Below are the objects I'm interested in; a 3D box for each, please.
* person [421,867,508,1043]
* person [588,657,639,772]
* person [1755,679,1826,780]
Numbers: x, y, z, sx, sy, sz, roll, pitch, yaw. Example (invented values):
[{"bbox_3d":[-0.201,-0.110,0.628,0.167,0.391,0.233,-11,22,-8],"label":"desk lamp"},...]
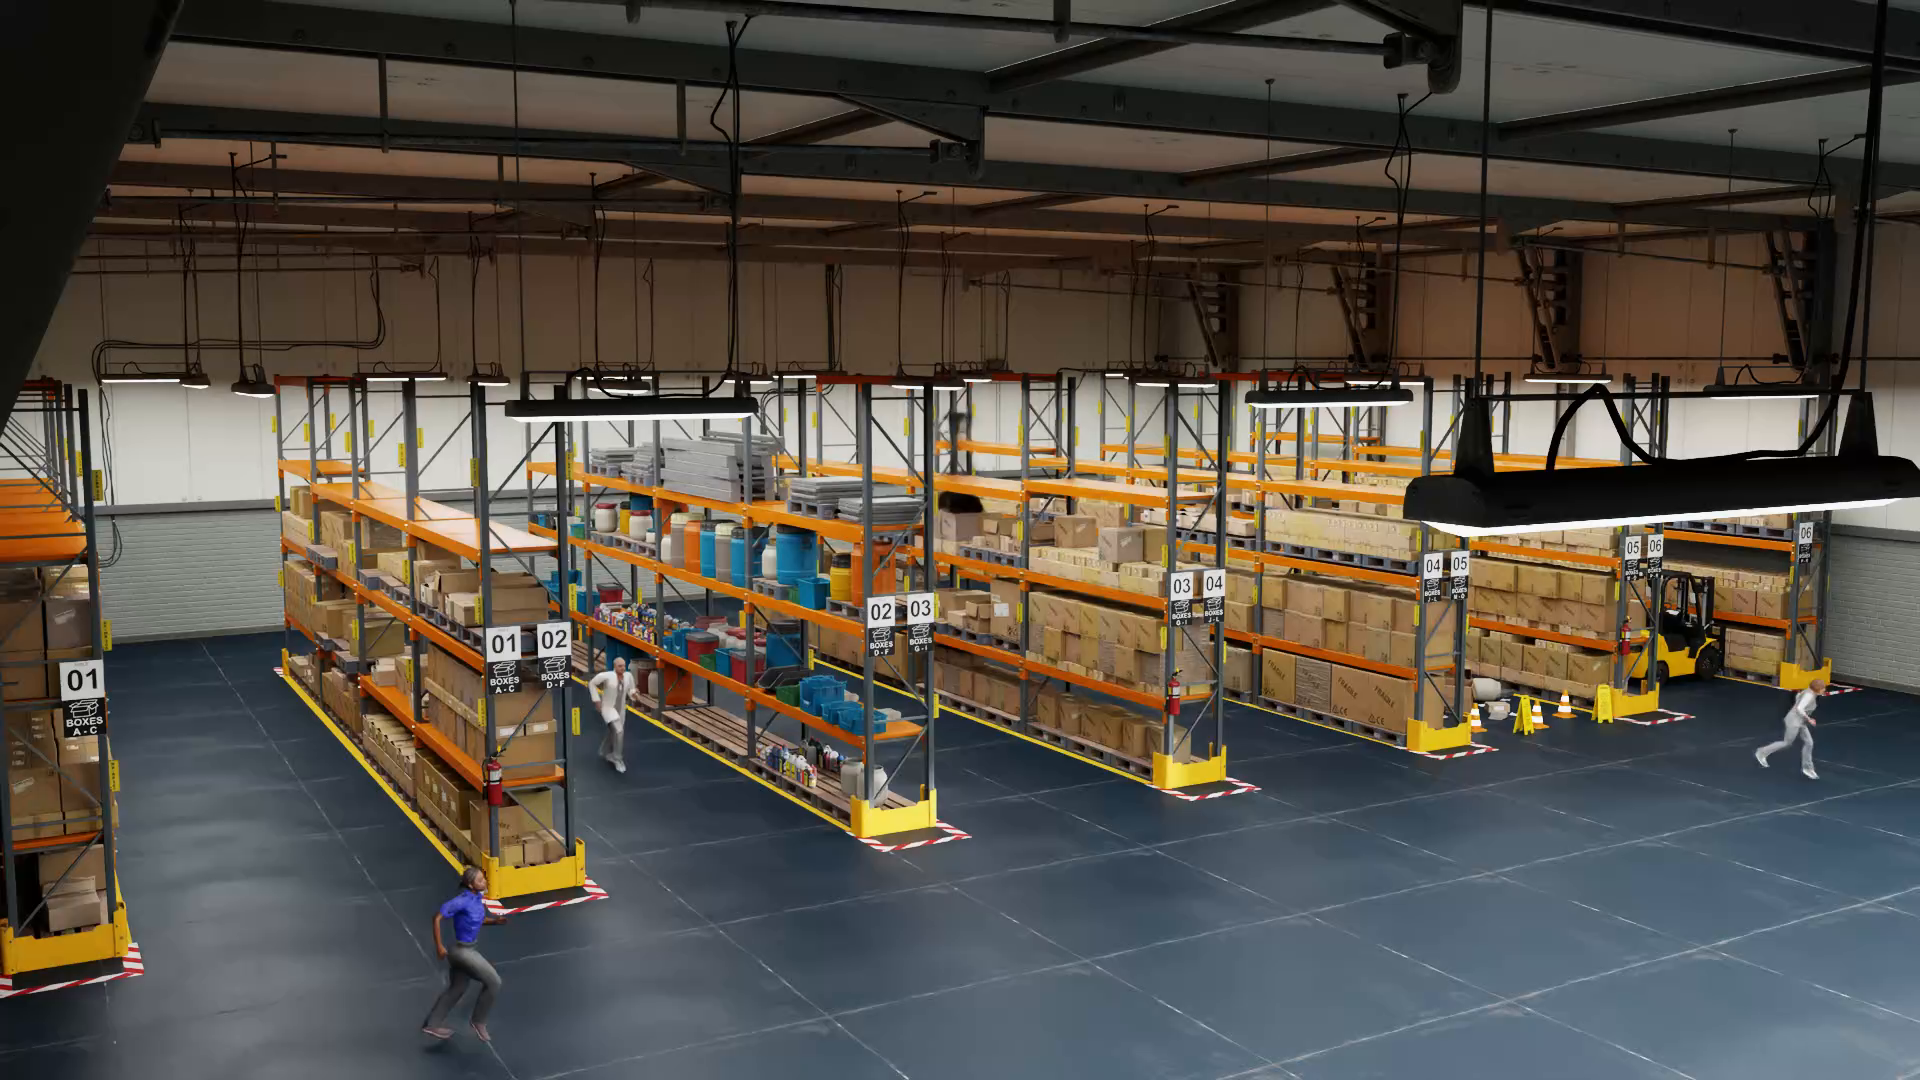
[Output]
[{"bbox_3d":[-4.575,3.843,15.344,0.802,1.661,0.601,0,6,-4],"label":"person"},{"bbox_3d":[-5.377,2.671,25.751,0.723,1.777,0.994,-6,9,-43],"label":"person"},{"bbox_3d":[12.606,2.834,25.263,0.917,1.546,0.573,3,7,28],"label":"person"}]
